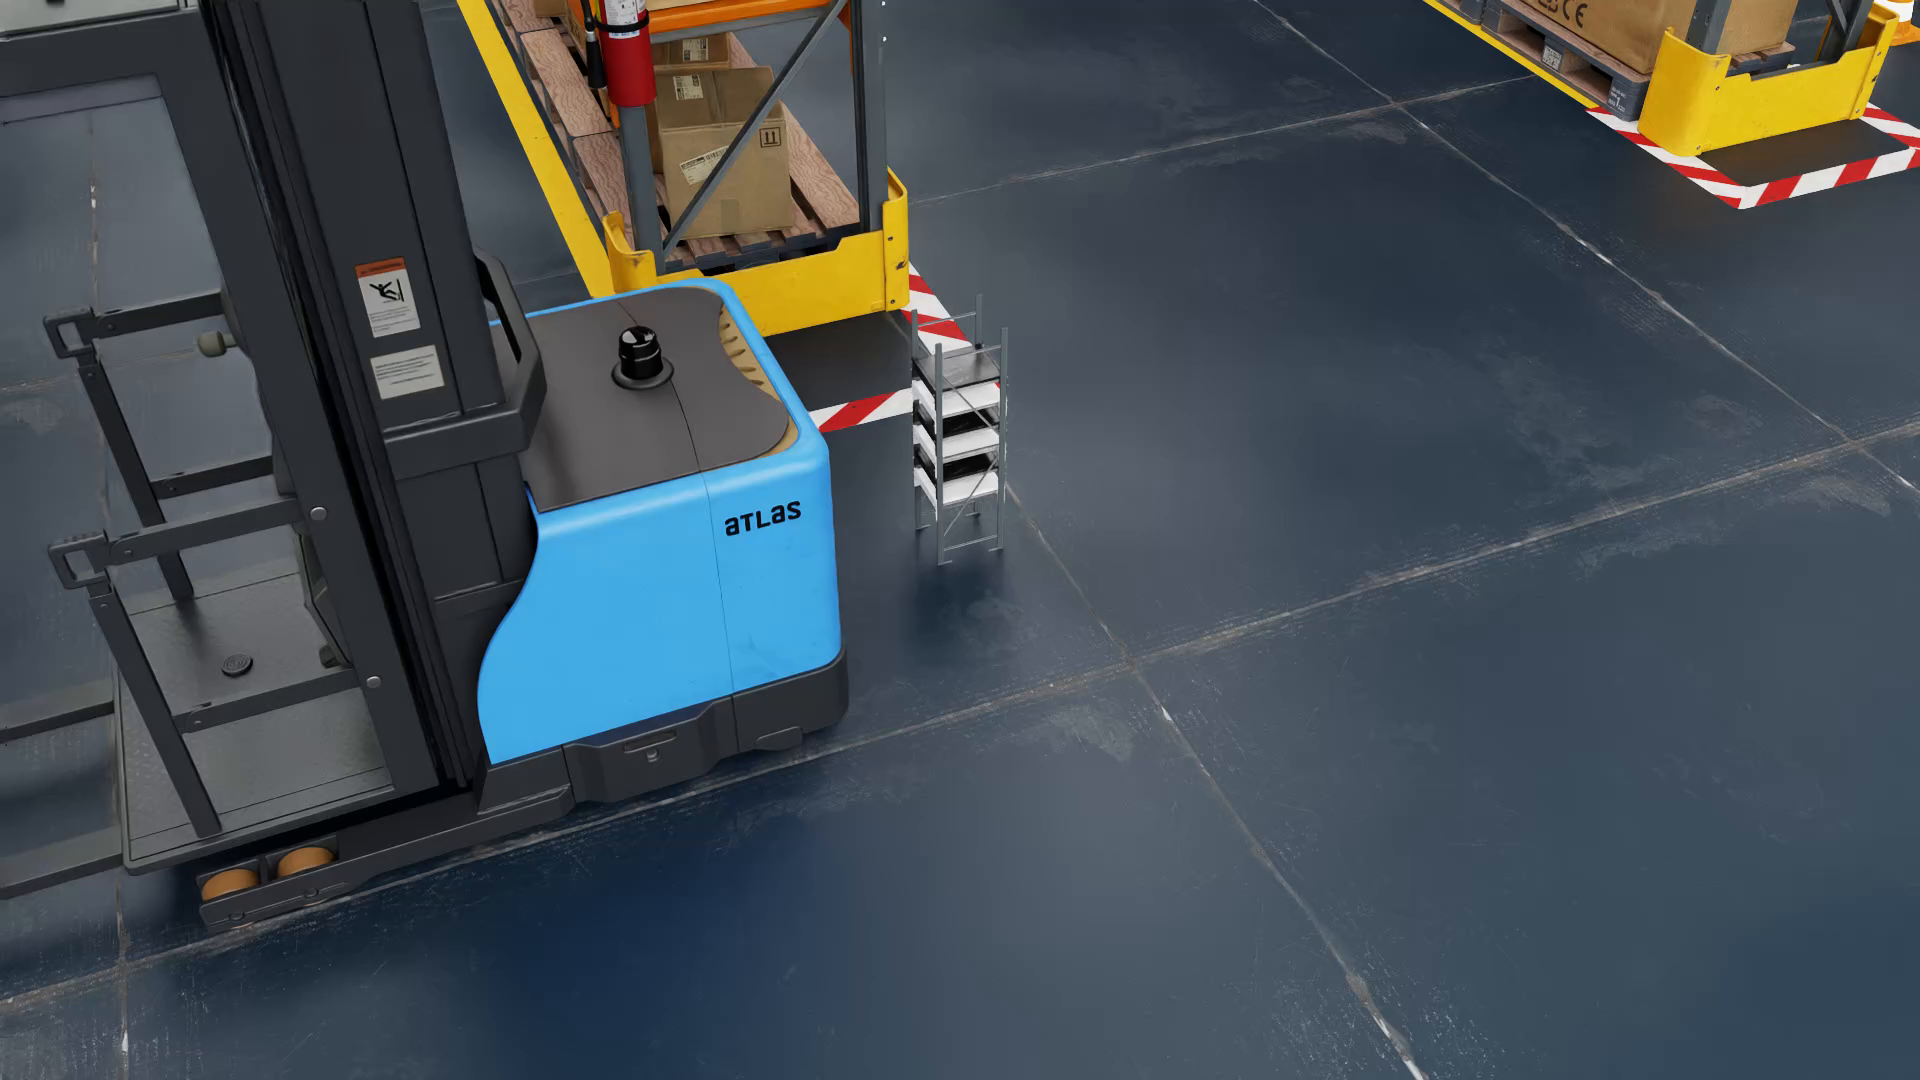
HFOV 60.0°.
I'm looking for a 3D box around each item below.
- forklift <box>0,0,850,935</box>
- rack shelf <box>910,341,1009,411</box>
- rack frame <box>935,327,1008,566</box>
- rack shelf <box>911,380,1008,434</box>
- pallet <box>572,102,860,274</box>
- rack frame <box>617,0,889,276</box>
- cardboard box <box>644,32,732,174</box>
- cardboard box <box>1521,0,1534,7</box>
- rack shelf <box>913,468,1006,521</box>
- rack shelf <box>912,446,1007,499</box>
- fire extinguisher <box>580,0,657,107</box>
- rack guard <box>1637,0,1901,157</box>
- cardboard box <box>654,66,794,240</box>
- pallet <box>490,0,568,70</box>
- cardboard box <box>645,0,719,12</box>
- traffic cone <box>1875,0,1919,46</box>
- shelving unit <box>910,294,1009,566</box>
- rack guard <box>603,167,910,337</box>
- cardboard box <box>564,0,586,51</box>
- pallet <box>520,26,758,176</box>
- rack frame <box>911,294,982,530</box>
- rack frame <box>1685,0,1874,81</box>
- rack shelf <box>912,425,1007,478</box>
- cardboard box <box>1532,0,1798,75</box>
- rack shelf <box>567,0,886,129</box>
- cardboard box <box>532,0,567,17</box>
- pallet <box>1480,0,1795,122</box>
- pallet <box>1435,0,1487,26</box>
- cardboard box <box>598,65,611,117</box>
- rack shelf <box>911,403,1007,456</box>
[{"bbox_3d":[-1.902,-0.449,4.024,3.031,2.935,1.130,-16,43,-17],"label":"forklift"},{"bbox_3d":[-0.003,-0.526,5.308,0.258,0.077,0.200,-15,43,-17],"label":"rack shelf"},{"bbox_3d":[0.036,-0.285,5.391,0.240,0.900,0.006,-15,43,-17],"label":"rack frame"},{"bbox_3d":[-0.003,-0.457,5.367,0.258,0.077,0.200,-15,43,-17],"label":"rack shelf"},{"bbox_3d":[-1.072,-1.507,7.341,1.003,0.211,1.213,-15,43,-17],"label":"pallet"},{"bbox_3d":[-0.765,-2.021,5.799,1.000,3.000,0.127,-15,43,-17],"label":"rack frame"},{"bbox_3d":[-1.249,-1.964,7.328,0.500,0.500,0.500,-5,41,-6],"label":"cardboard box"},{"bbox_3d":[3.197,-3.472,8.795,0.875,0.875,0.875,-16,43,-18],"label":"cardboard box"},{"bbox_3d":[-0.003,-0.184,5.601,0.258,0.077,0.200,-15,43,-17],"label":"rack shelf"},{"bbox_3d":[-0.003,-0.253,5.543,0.258,0.077,0.200,-15,43,-17],"label":"rack shelf"},{"bbox_3d":[-1.147,-1.807,5.611,0.296,0.674,0.183,-15,43,-17],"label":"fire extinguisher"},{"bbox_3d":[3.865,-2.235,7.966,1.175,0.500,0.348,-15,43,-17],"label":"rack guard"},{"bbox_3d":[-0.989,-1.612,6.920,0.500,0.500,0.500,-8,41,-9],"label":"cardboard box"},{"bbox_3d":[-2.006,-2.977,9.050,1.003,0.211,1.213,-15,43,-17],"label":"pallet"},{"bbox_3d":[-1.065,-2.046,6.021,0.380,0.149,0.250,-15,43,-17],"label":"cardboard box"},{"bbox_3d":[4.965,-2.909,8.778,0.336,0.463,0.334,-15,43,-17],"label":"traffic cone"},{"bbox_3d":[-0.003,-0.346,5.462,0.258,0.900,0.210,-15,43,-17],"label":"shelving unit"},{"bbox_3d":[-0.794,-1.119,6.667,1.175,0.500,0.348,-15,43,-17],"label":"rack guard"},{"bbox_3d":[-1.643,-2.693,8.176,0.500,0.500,0.500,-19,44,-21],"label":"cardboard box"},{"bbox_3d":[-1.535,-2.241,8.194,1.003,0.211,1.213,-15,43,-17],"label":"pallet"},{"bbox_3d":[-0.042,-0.407,5.534,0.240,0.900,0.006,-15,43,-17],"label":"rack frame"},{"bbox_3d":[3.856,-3.197,7.167,1.000,3.000,0.127,-15,43,-17],"label":"rack frame"},{"bbox_3d":[-0.003,-0.321,5.484,0.258,0.077,0.200,-15,43,-17],"label":"rack shelf"},{"bbox_3d":[3.535,-2.943,8.179,0.875,0.875,0.875,-15,43,-17],"label":"cardboard box"},{"bbox_3d":[-1.530,-2.953,7.435,1.077,0.370,4.000,-15,43,-17],"label":"rack shelf"},{"bbox_3d":[-1.953,-3.048,8.589,0.500,0.500,0.500,-3,41,-3],"label":"cardboard box"},{"bbox_3d":[3.478,-2.602,8.614,1.003,0.211,1.213,-15,43,-17],"label":"pallet"},{"bbox_3d":[3.015,-3.336,9.467,1.003,0.211,1.213,-15,43,-17],"label":"pallet"},{"bbox_3d":[-1.471,-2.346,7.772,0.500,0.500,0.500,-11,42,-13],"label":"cardboard box"},{"bbox_3d":[-0.003,-0.389,5.425,0.258,0.077,0.200,-15,43,-17],"label":"rack shelf"}]
